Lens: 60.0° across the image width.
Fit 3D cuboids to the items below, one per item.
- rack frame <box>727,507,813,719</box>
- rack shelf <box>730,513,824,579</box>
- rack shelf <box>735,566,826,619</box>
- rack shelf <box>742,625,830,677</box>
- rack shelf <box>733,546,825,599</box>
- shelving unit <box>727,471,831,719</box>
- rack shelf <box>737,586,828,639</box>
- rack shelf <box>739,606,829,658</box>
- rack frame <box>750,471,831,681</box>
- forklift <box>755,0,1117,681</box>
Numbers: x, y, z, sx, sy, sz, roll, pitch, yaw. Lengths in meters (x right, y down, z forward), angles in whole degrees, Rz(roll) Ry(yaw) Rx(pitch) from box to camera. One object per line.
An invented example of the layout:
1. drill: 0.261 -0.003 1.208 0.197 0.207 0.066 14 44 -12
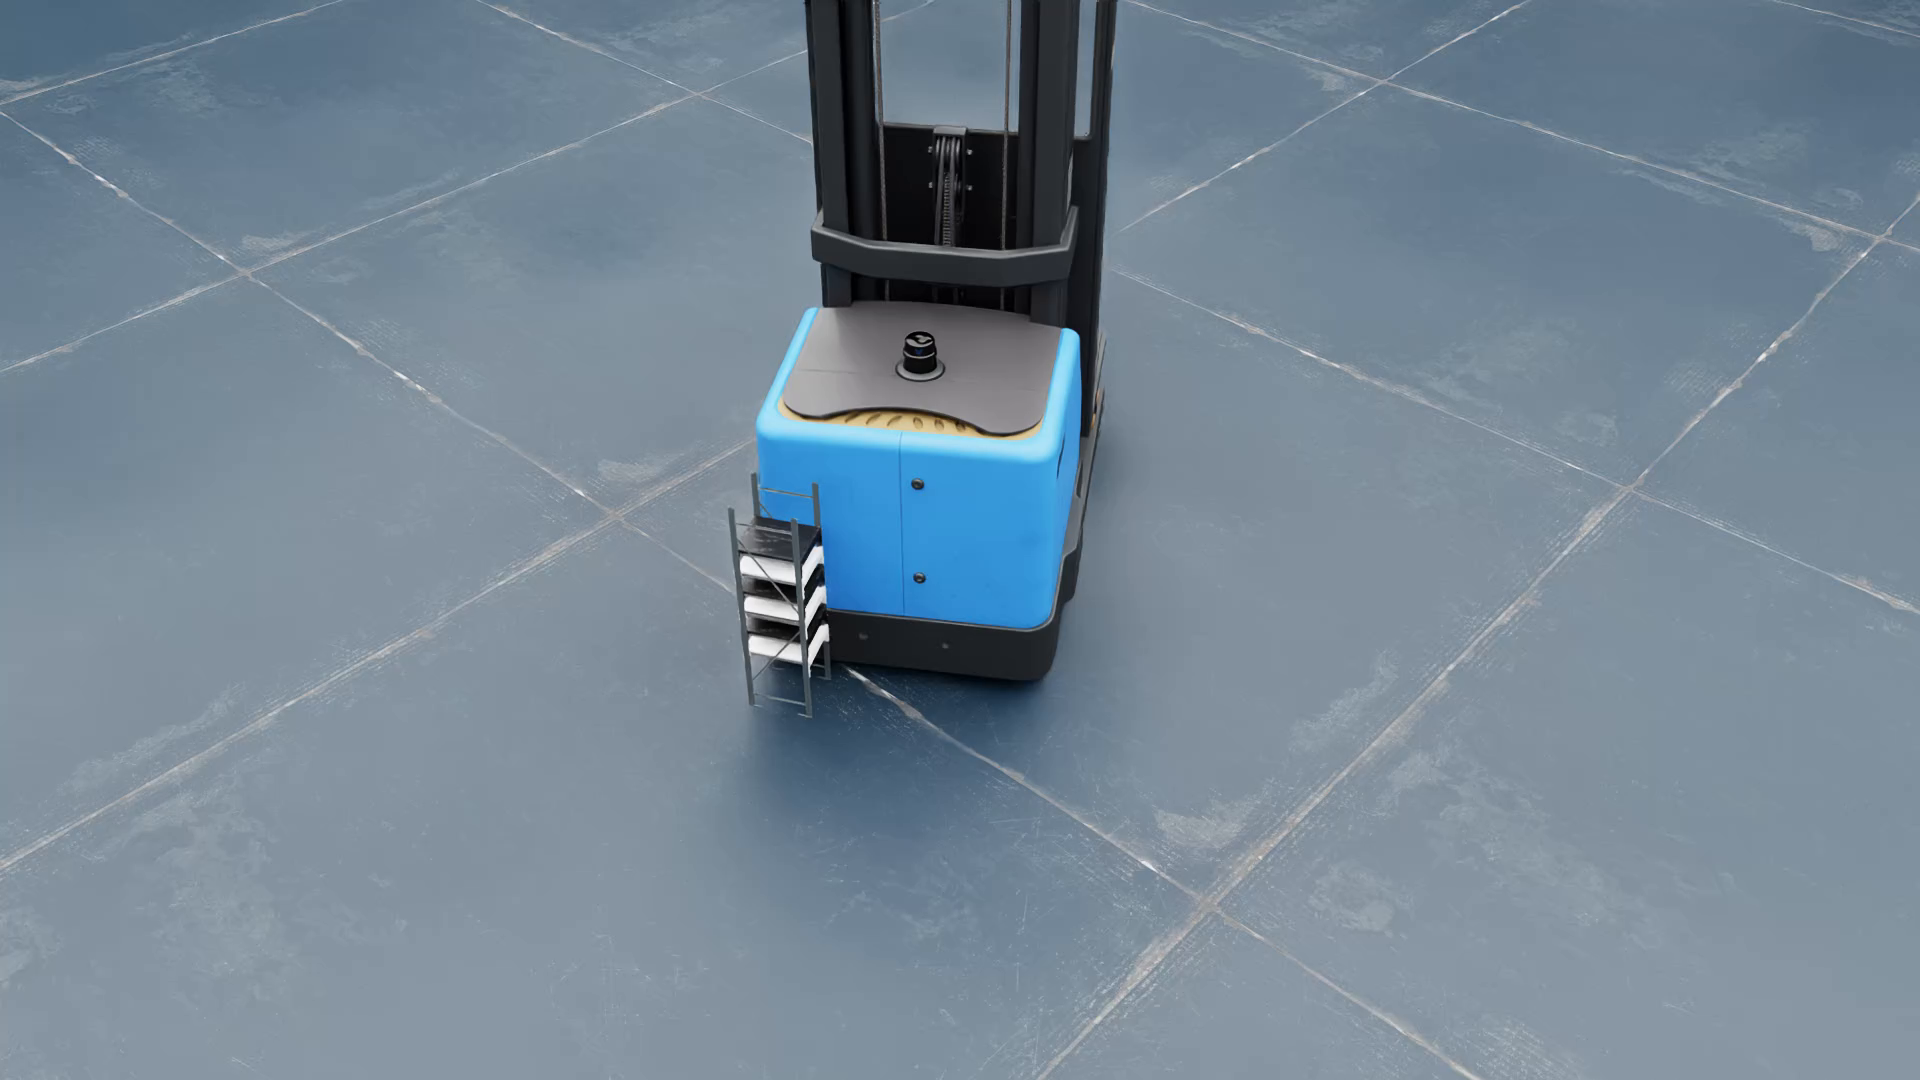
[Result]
1. rack frame: -0.644 0.265 5.694 0.240 0.900 0.006 10 40 12
2. rack shelf: -0.617 0.019 5.622 0.258 0.077 0.200 10 40 12
3. rack shelf: -0.616 0.160 5.735 0.258 0.077 0.200 10 40 12
4. rack shelf: -0.616 0.371 5.903 0.258 0.077 0.200 10 40 12
5. rack shelf: -0.616 0.089 5.679 0.258 0.077 0.200 10 40 12
6. shelving unit: -0.616 0.204 5.770 0.258 0.900 0.210 10 40 12
7. rack shelf: -0.616 0.230 5.791 0.258 0.077 0.200 10 40 12
8. rack shelf: -0.616 0.300 5.847 0.258 0.077 0.200 10 40 12
9. rack frame: -0.589 0.143 5.846 0.240 0.900 0.006 10 40 12
10. forklift: 0.040 -1.555 6.351 1.130 2.935 3.031 6 39 7
